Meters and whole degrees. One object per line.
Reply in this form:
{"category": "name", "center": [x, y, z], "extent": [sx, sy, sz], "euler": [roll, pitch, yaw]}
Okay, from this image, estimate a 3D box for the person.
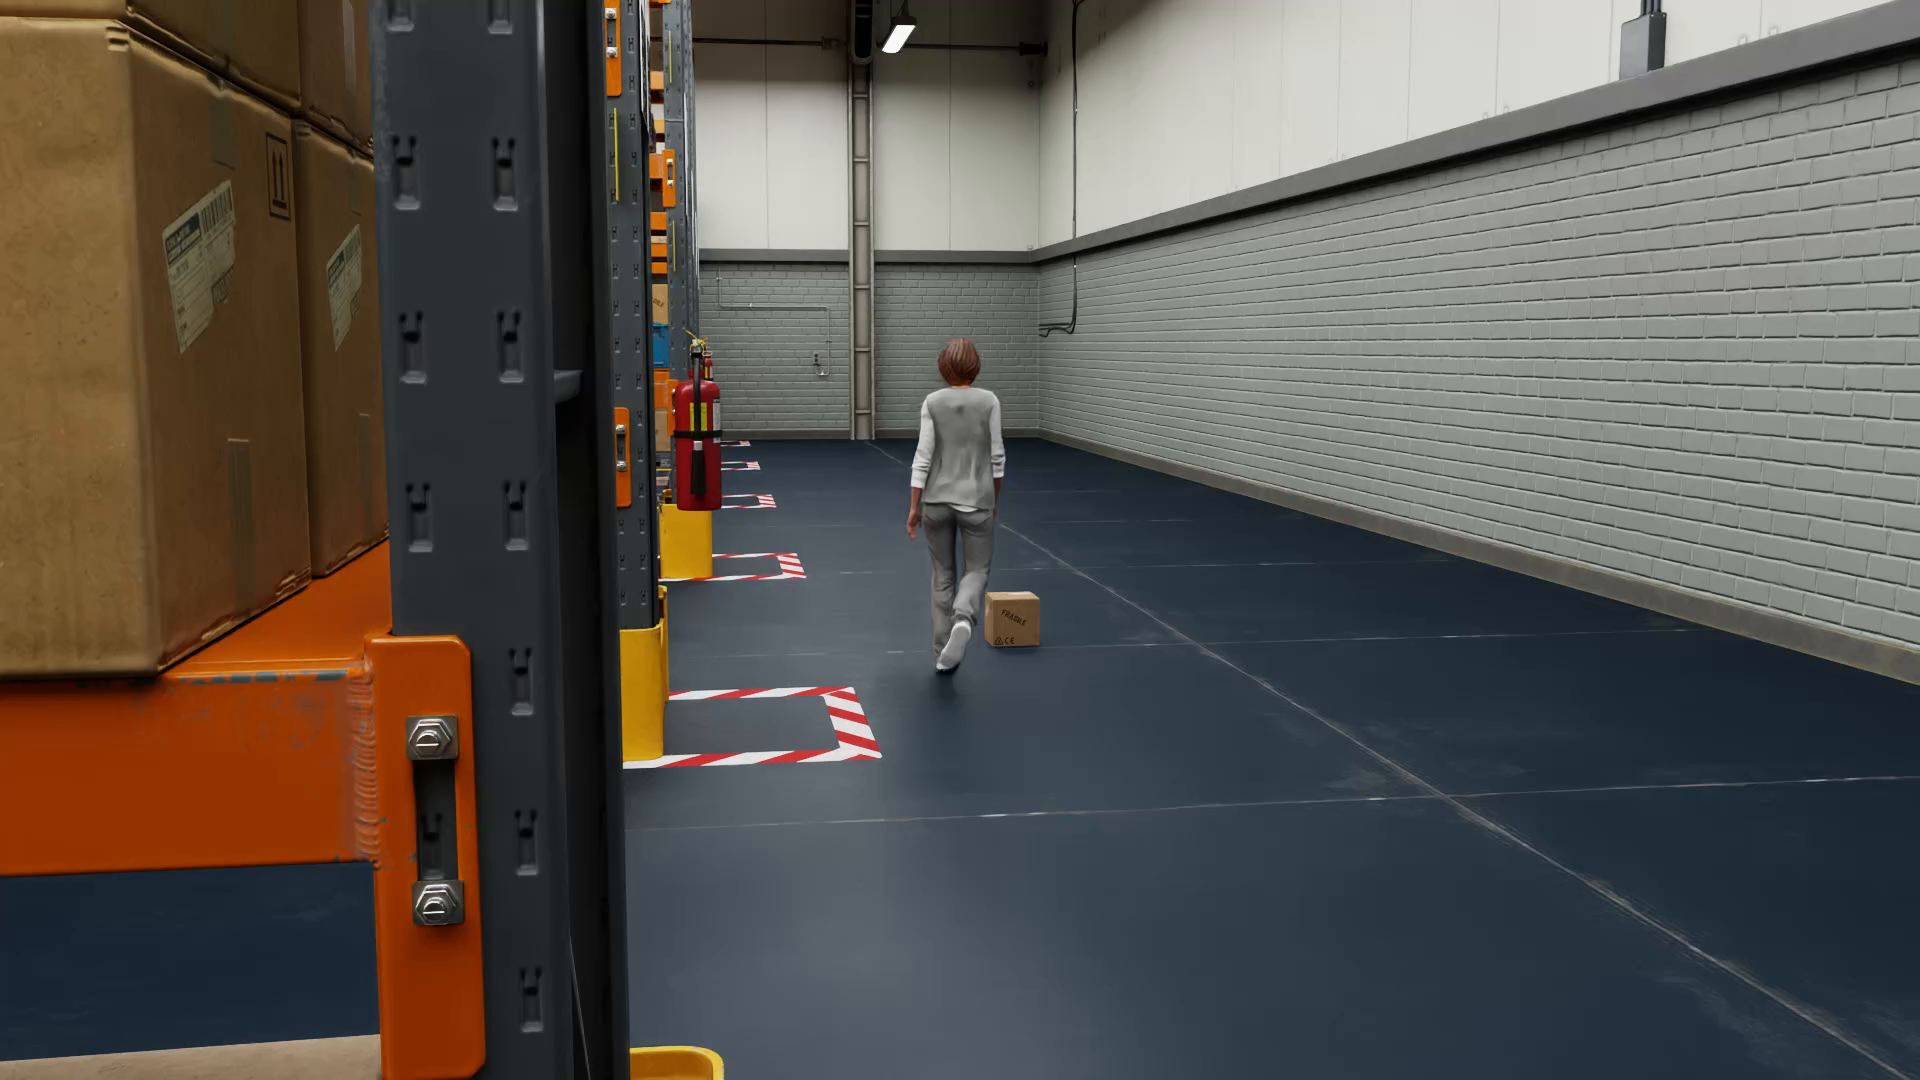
{"category": "person", "center": [0.014, -0.155, 7.792], "extent": [0.439, 1.572, 0.565], "euler": [1, 7, 8]}
